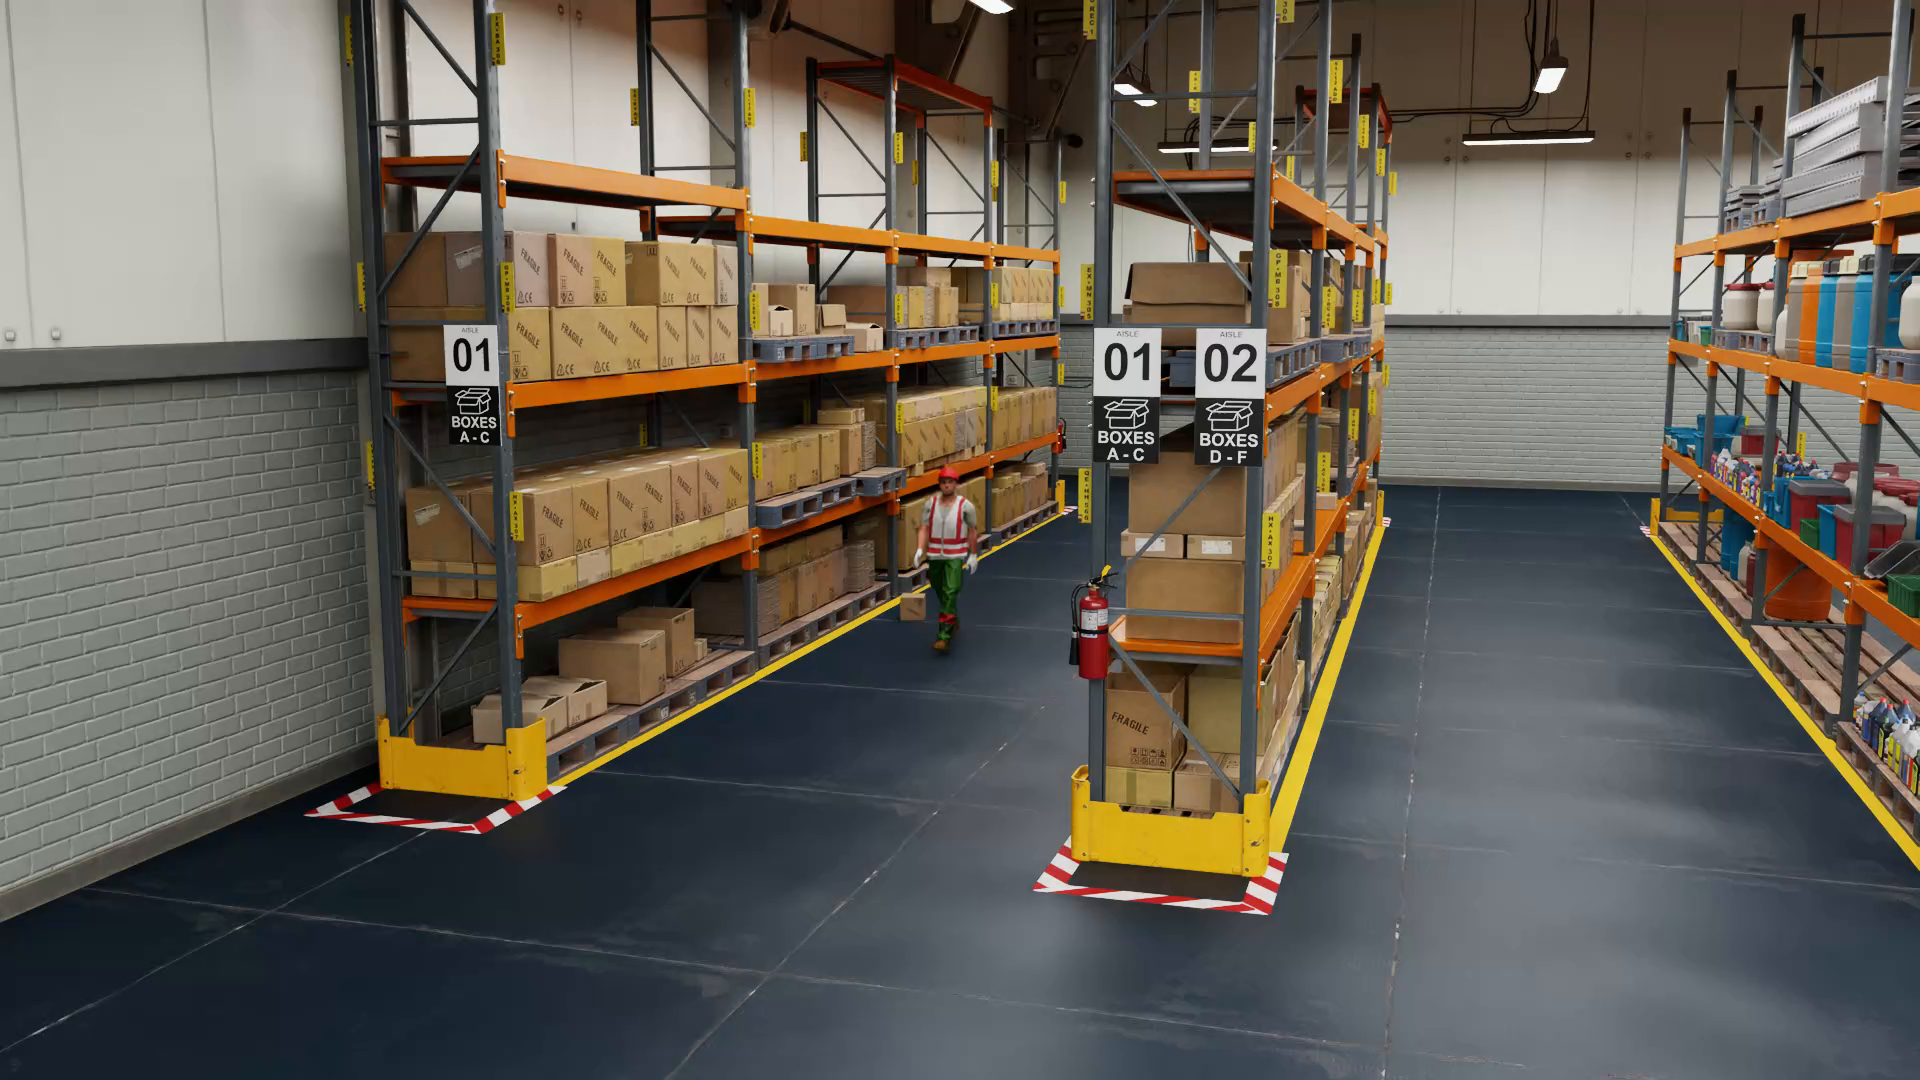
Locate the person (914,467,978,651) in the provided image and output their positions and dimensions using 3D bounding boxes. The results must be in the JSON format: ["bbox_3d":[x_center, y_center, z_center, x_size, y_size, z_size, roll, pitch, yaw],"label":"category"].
[{"bbox_3d":[-0.146,0.168,16.127,0.538,1.735,1.089,3,9,18],"label":"person"}]
